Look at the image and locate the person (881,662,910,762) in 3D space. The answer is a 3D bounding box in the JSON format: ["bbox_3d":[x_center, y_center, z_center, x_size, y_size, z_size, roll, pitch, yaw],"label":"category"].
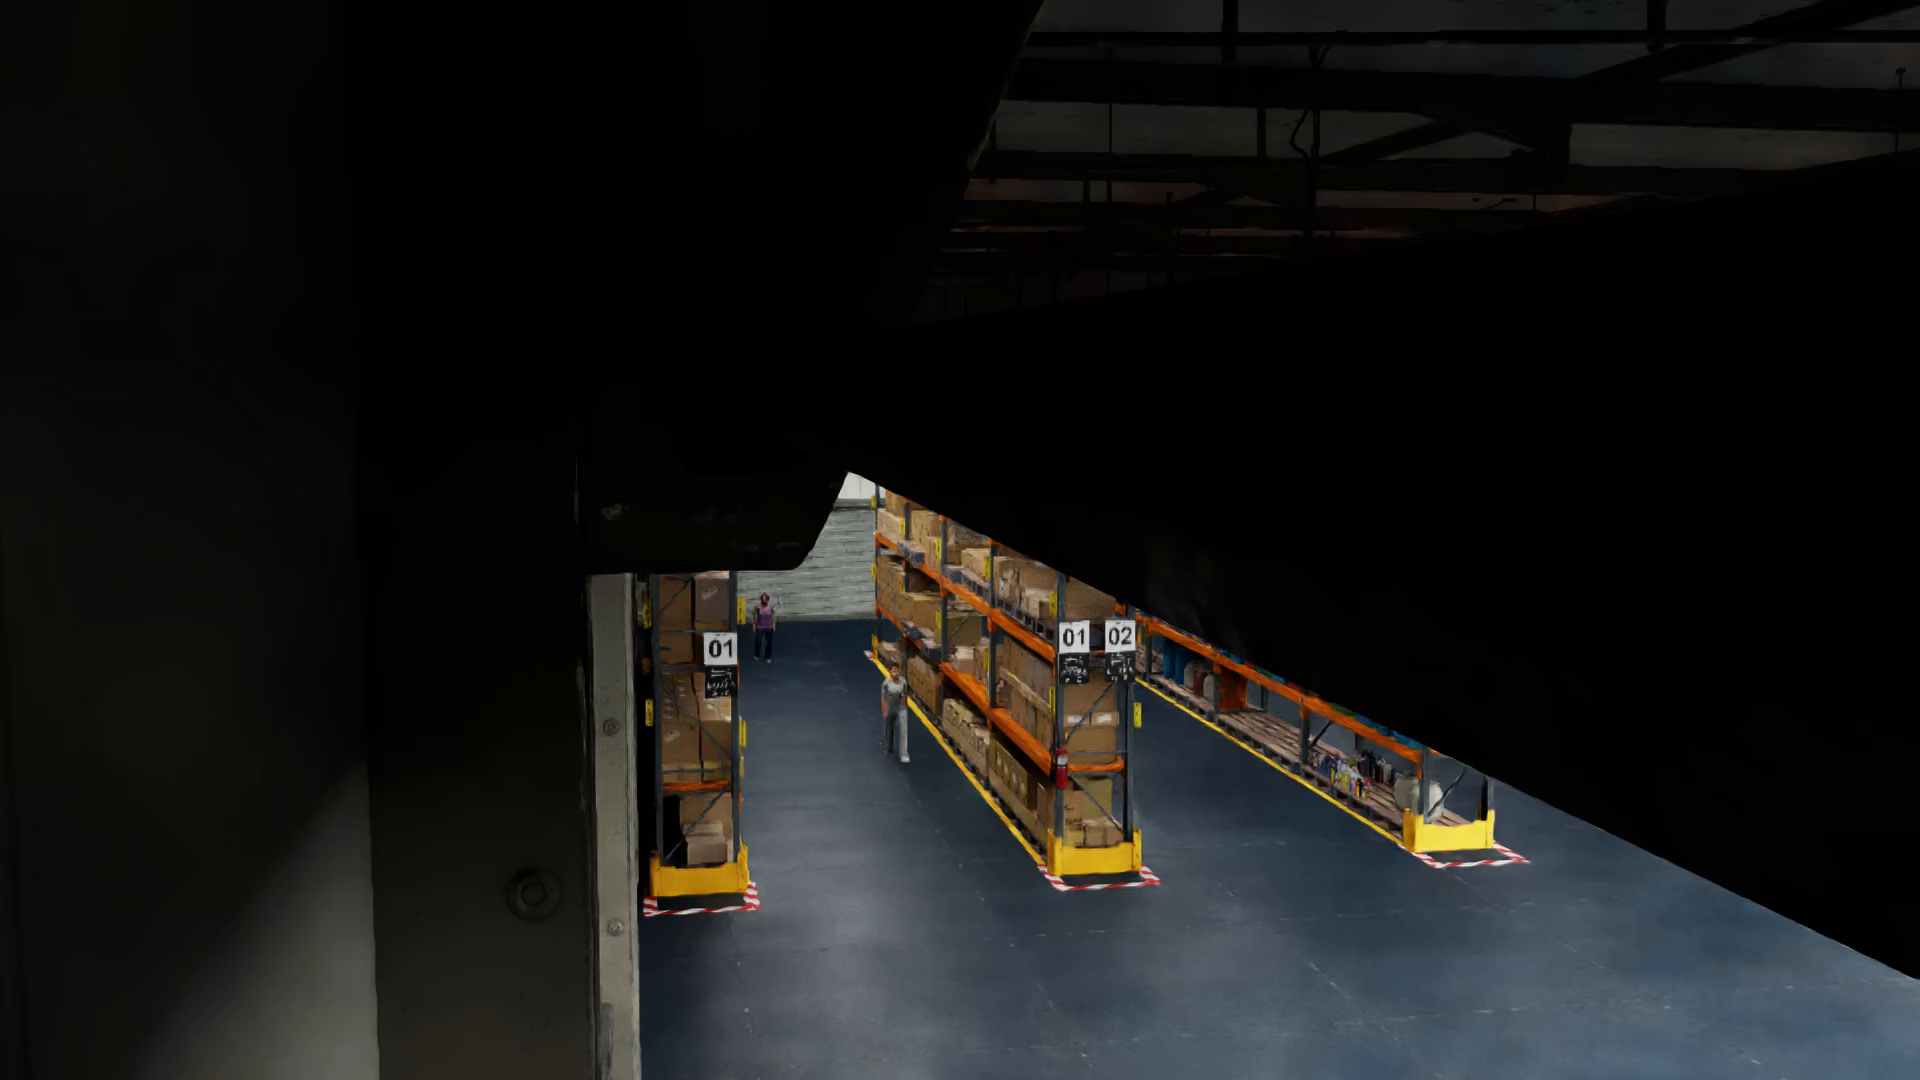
[{"bbox_3d":[-1.065,2.754,27.002,0.446,1.590,1.110,-1,6,-9],"label":"person"}]

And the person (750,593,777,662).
[{"bbox_3d":[-4.236,1.891,35.881,0.566,1.541,0.519,-1,6,-14],"label":"person"}]
